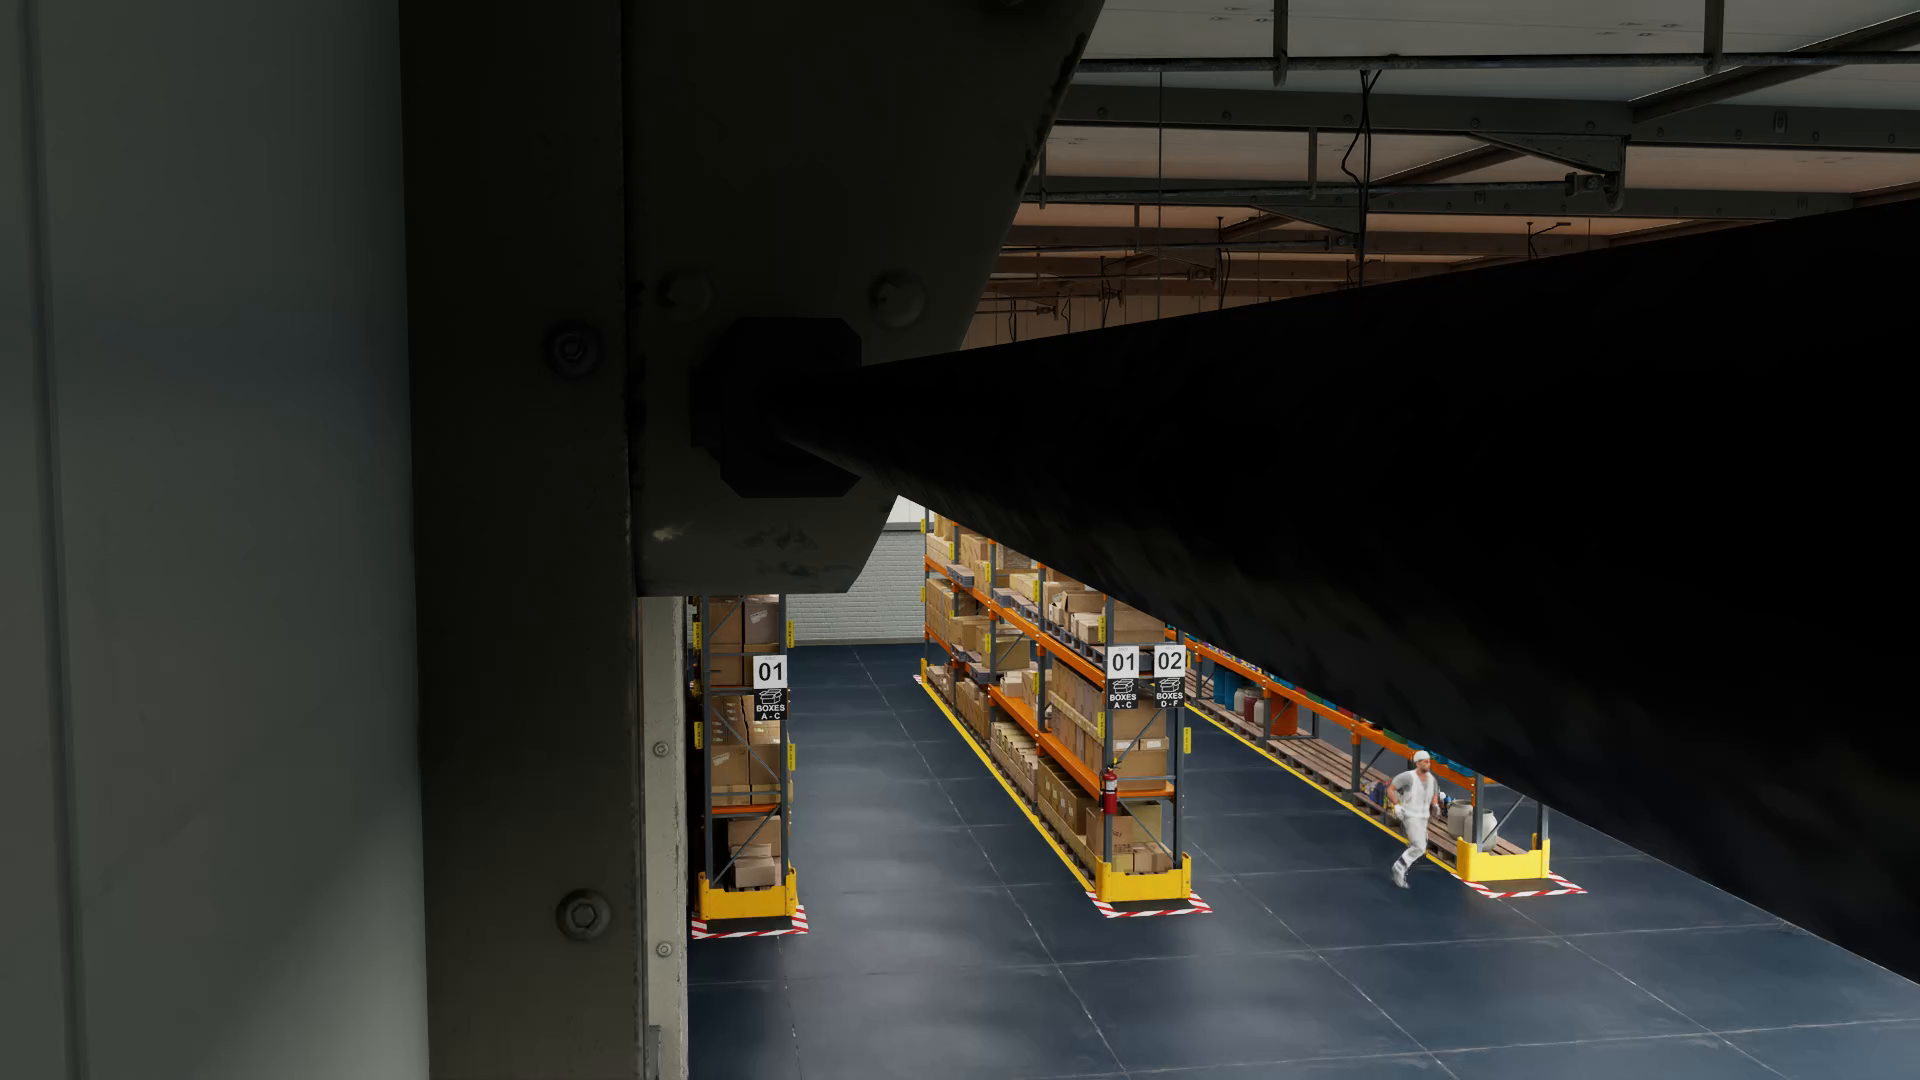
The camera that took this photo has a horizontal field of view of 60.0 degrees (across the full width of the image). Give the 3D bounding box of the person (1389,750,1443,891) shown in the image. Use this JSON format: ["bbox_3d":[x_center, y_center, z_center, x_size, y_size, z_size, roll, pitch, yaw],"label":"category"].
[{"bbox_3d":[5.906,3.580,21.319,0.675,1.766,0.628,-3,6,-32],"label":"person"}]
